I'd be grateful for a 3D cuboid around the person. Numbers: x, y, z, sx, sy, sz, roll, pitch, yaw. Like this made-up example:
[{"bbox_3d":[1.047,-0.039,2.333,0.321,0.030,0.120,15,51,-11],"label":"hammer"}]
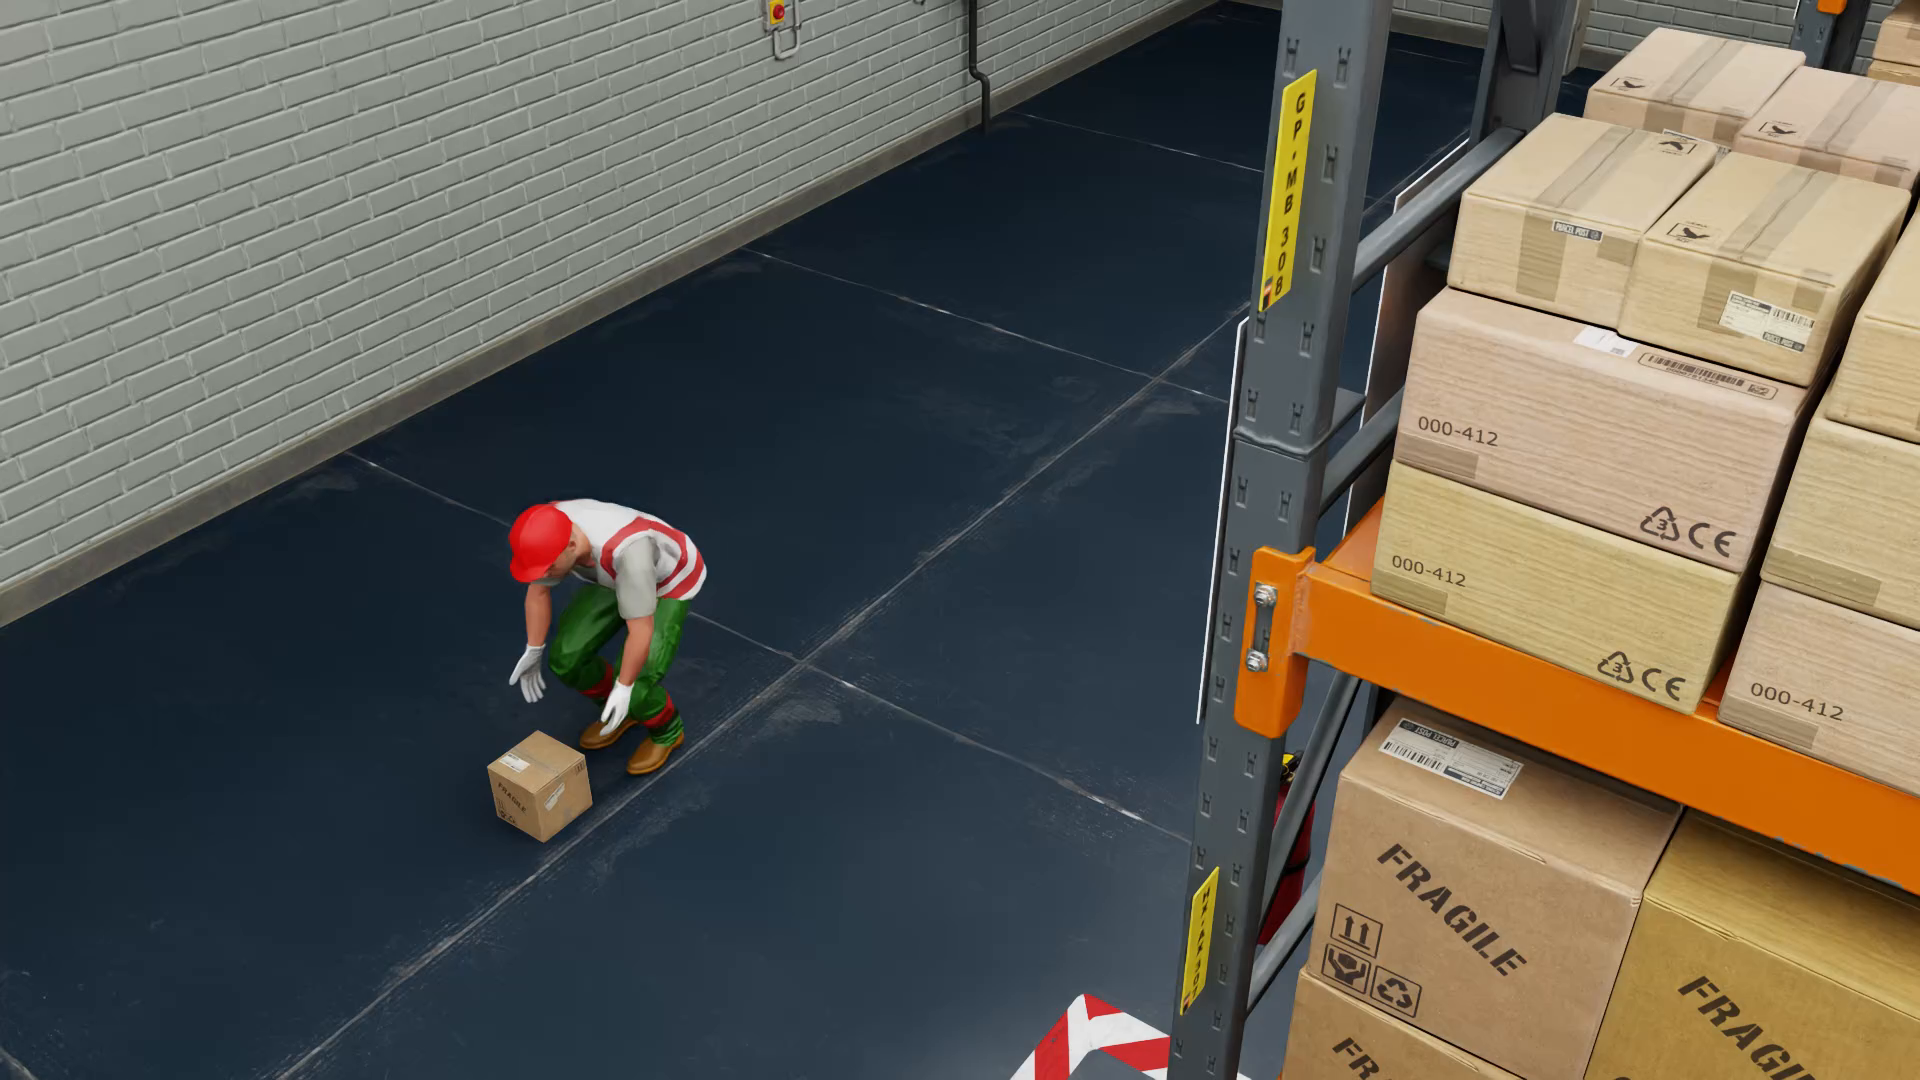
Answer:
[{"bbox_3d":[-1.265,0.300,6.126,0.583,1.290,0.819,21,40,28],"label":"person"}]
